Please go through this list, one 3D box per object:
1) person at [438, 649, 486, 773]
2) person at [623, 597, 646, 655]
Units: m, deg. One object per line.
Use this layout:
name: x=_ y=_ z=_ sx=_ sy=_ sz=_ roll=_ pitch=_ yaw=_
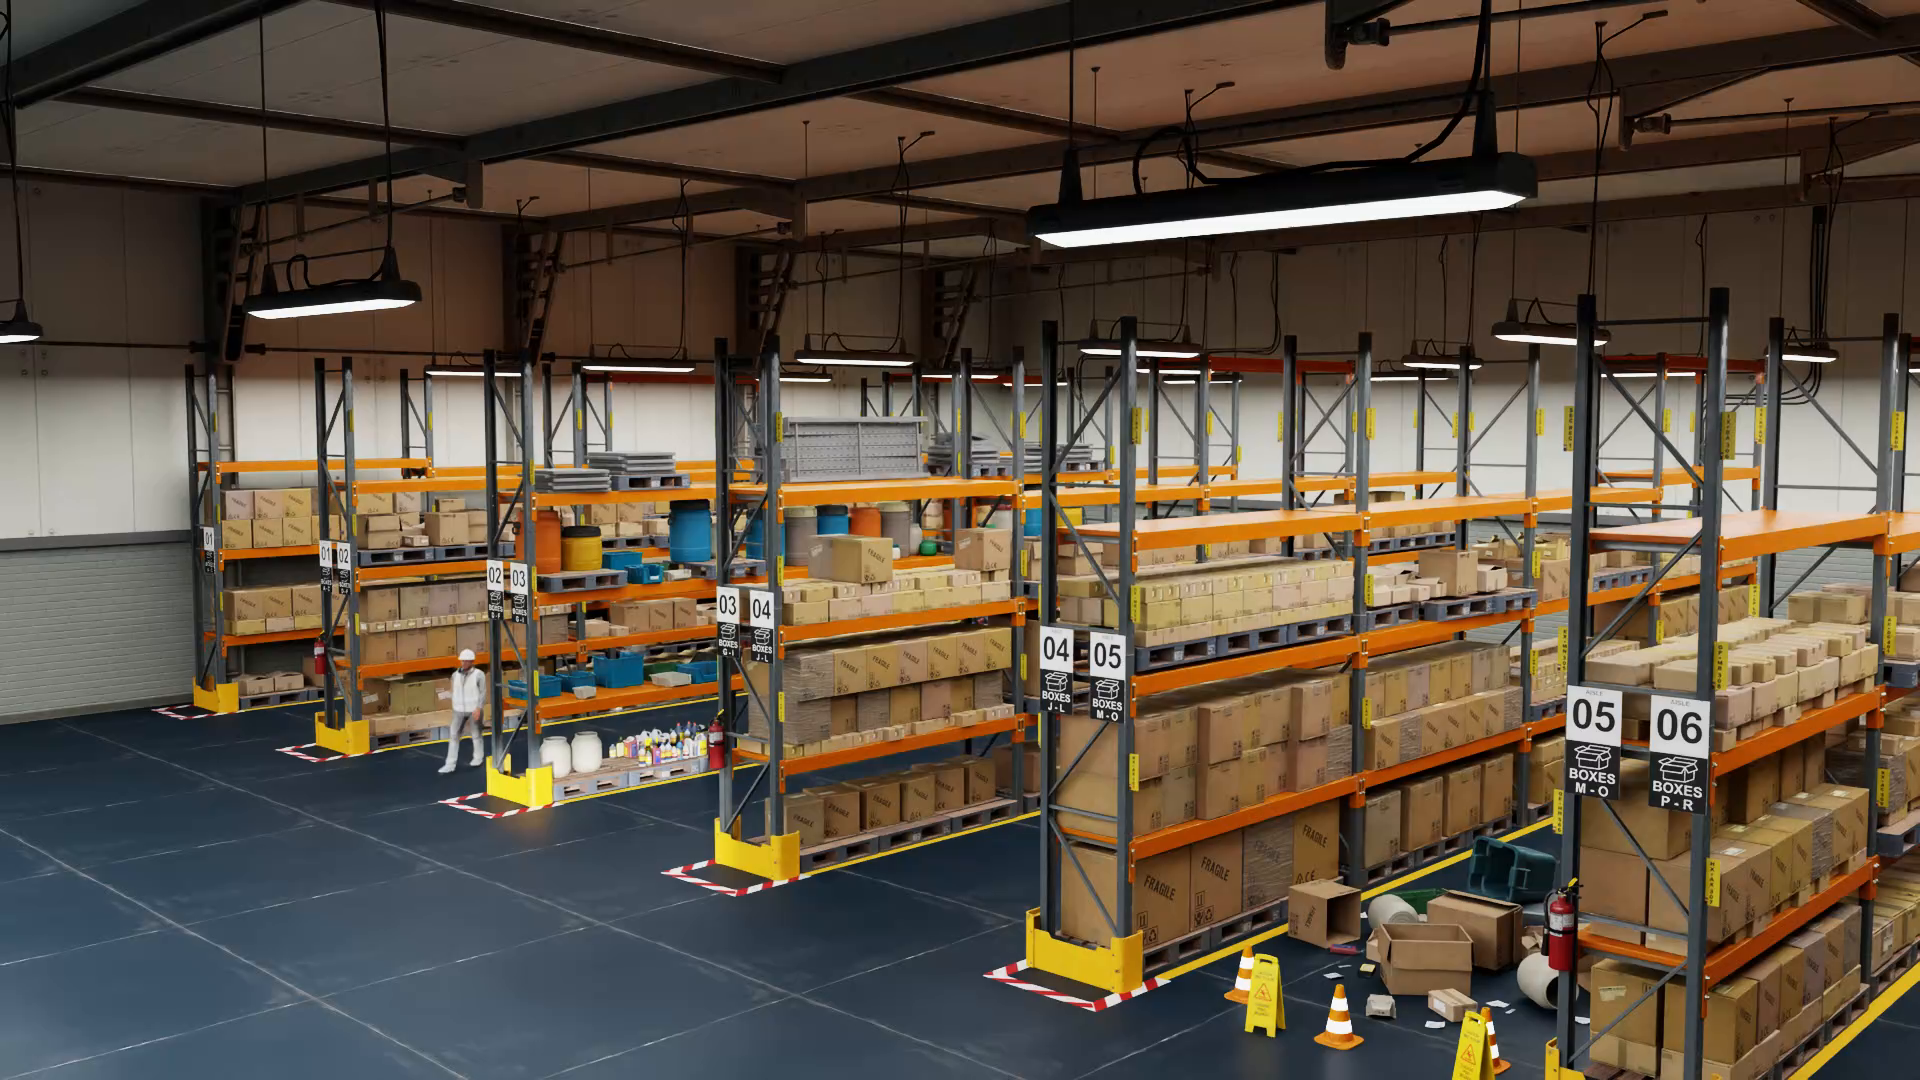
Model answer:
person: x=-7.116 y=2.444 z=23.949 sx=0.585 sy=1.729 sz=0.947 roll=0 pitch=4 yaw=0
person: x=-6.120 y=1.972 z=31.765 sx=0.641 sy=1.572 sz=0.673 roll=-3 pitch=5 yaw=-36
